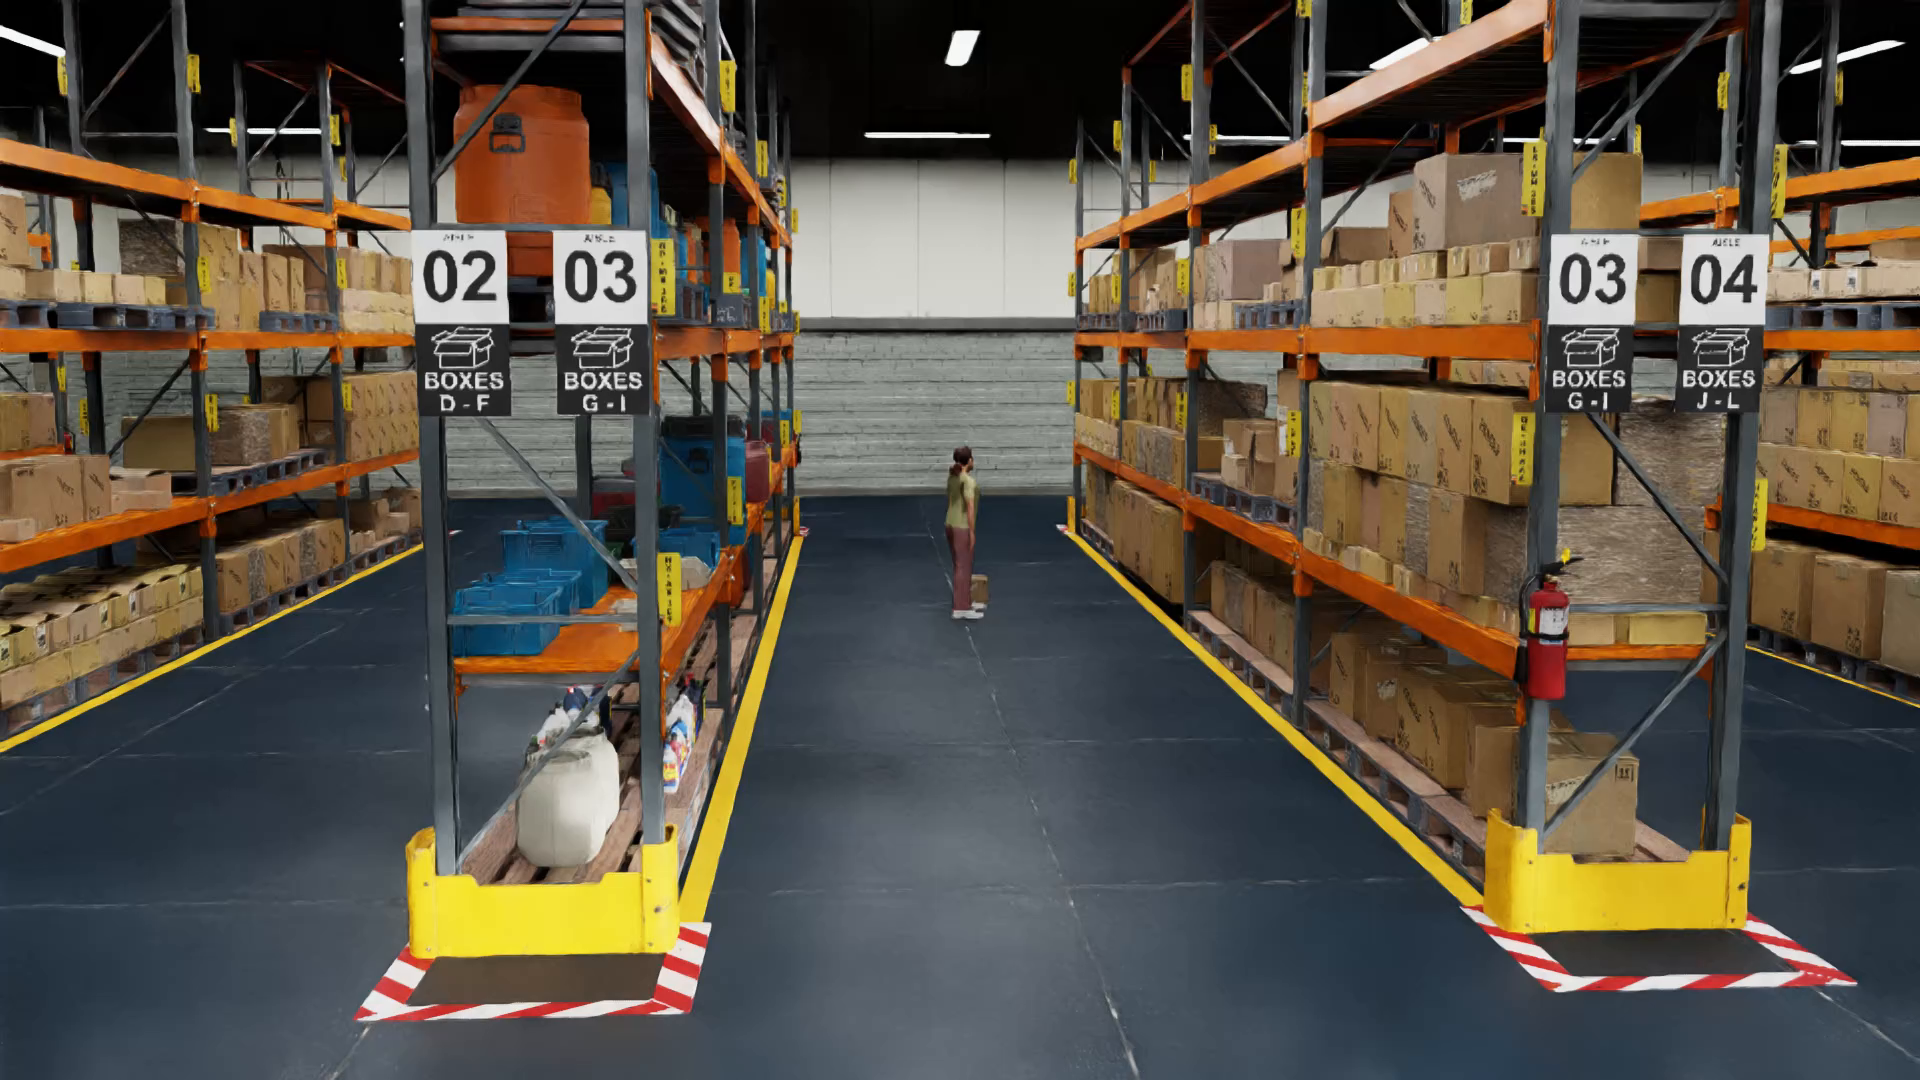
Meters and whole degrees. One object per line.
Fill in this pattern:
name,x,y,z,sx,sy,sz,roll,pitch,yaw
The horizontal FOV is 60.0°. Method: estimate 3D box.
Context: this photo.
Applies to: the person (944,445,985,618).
person,0.096,0.034,16.324,0.491,1.430,0.520,-4,8,-32
